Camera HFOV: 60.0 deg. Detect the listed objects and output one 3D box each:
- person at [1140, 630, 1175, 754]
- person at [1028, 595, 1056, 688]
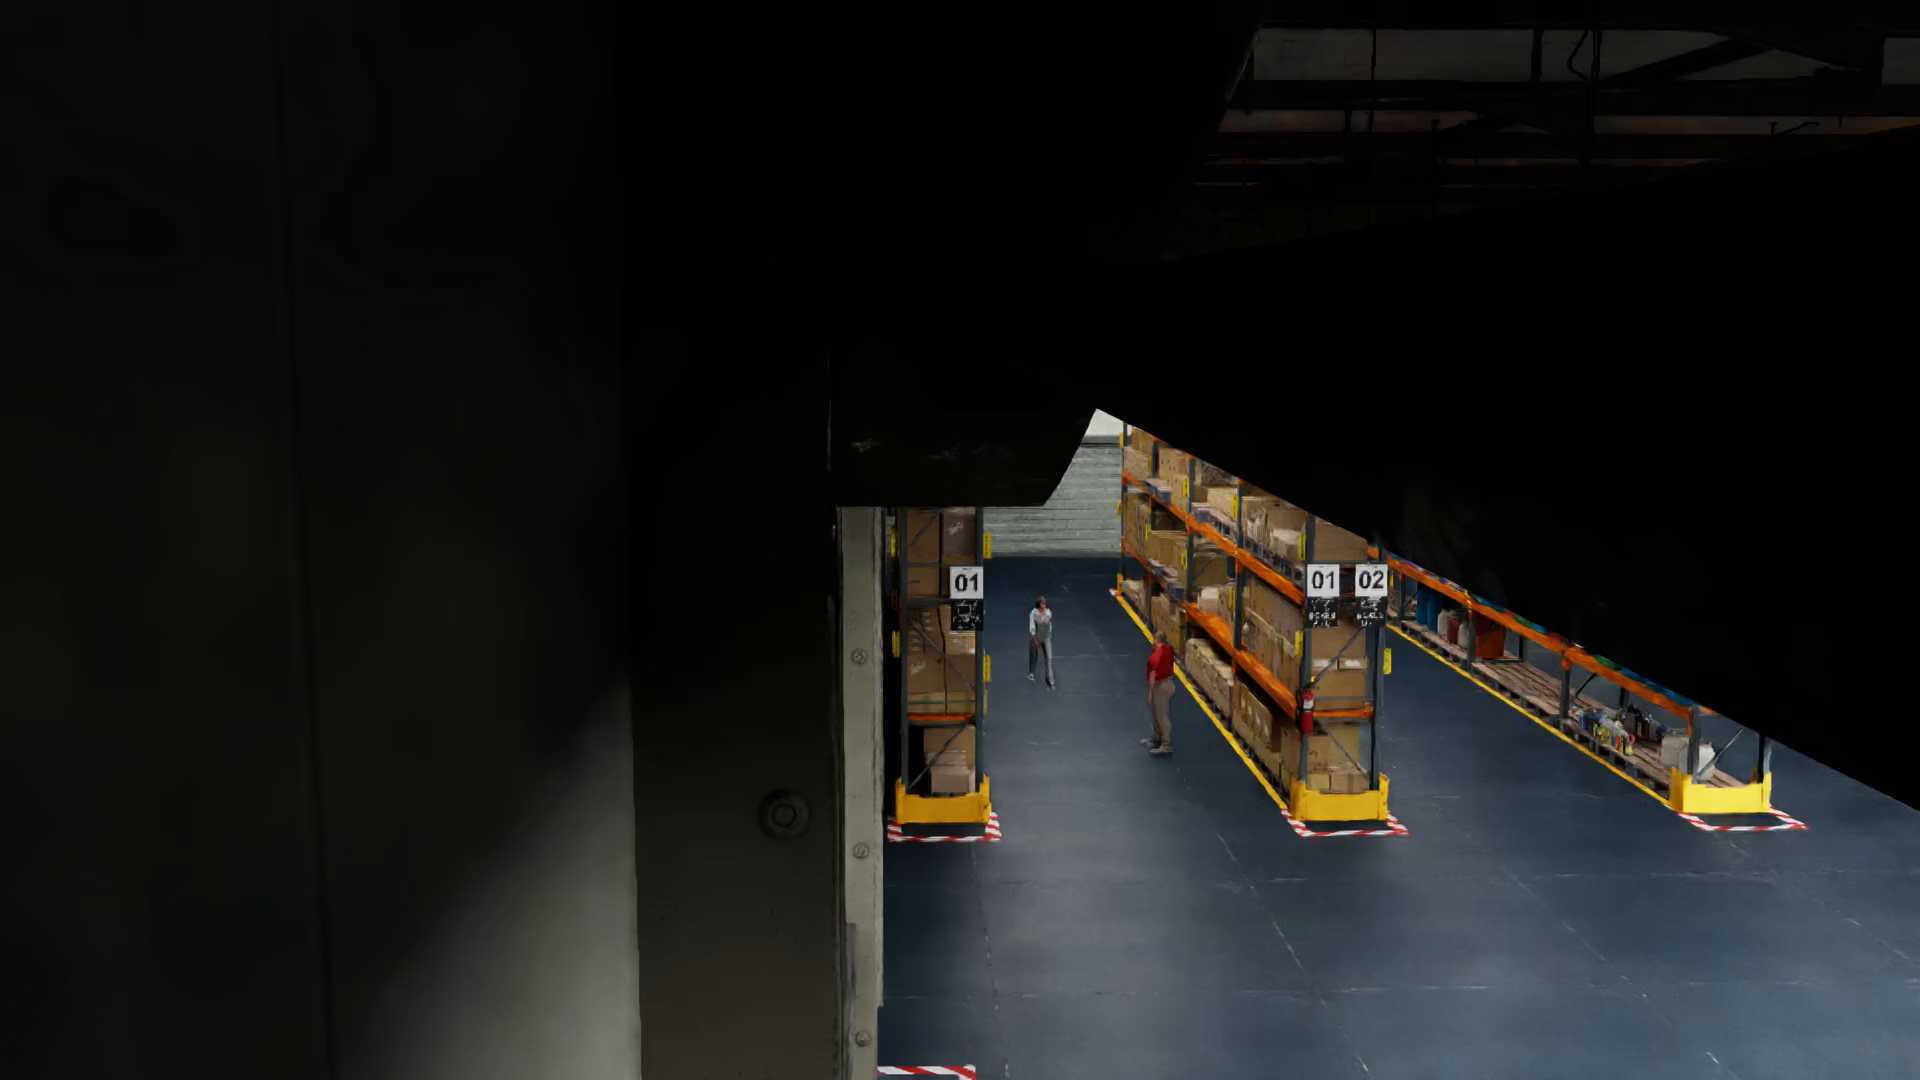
[{"bbox_3d":[2.822,2.140,23.748,0.586,1.717,0.654,4,9,28],"label":"person"},{"bbox_3d":[1.339,1.669,27.755,0.411,1.533,0.957,-2,8,-11],"label":"person"}]
